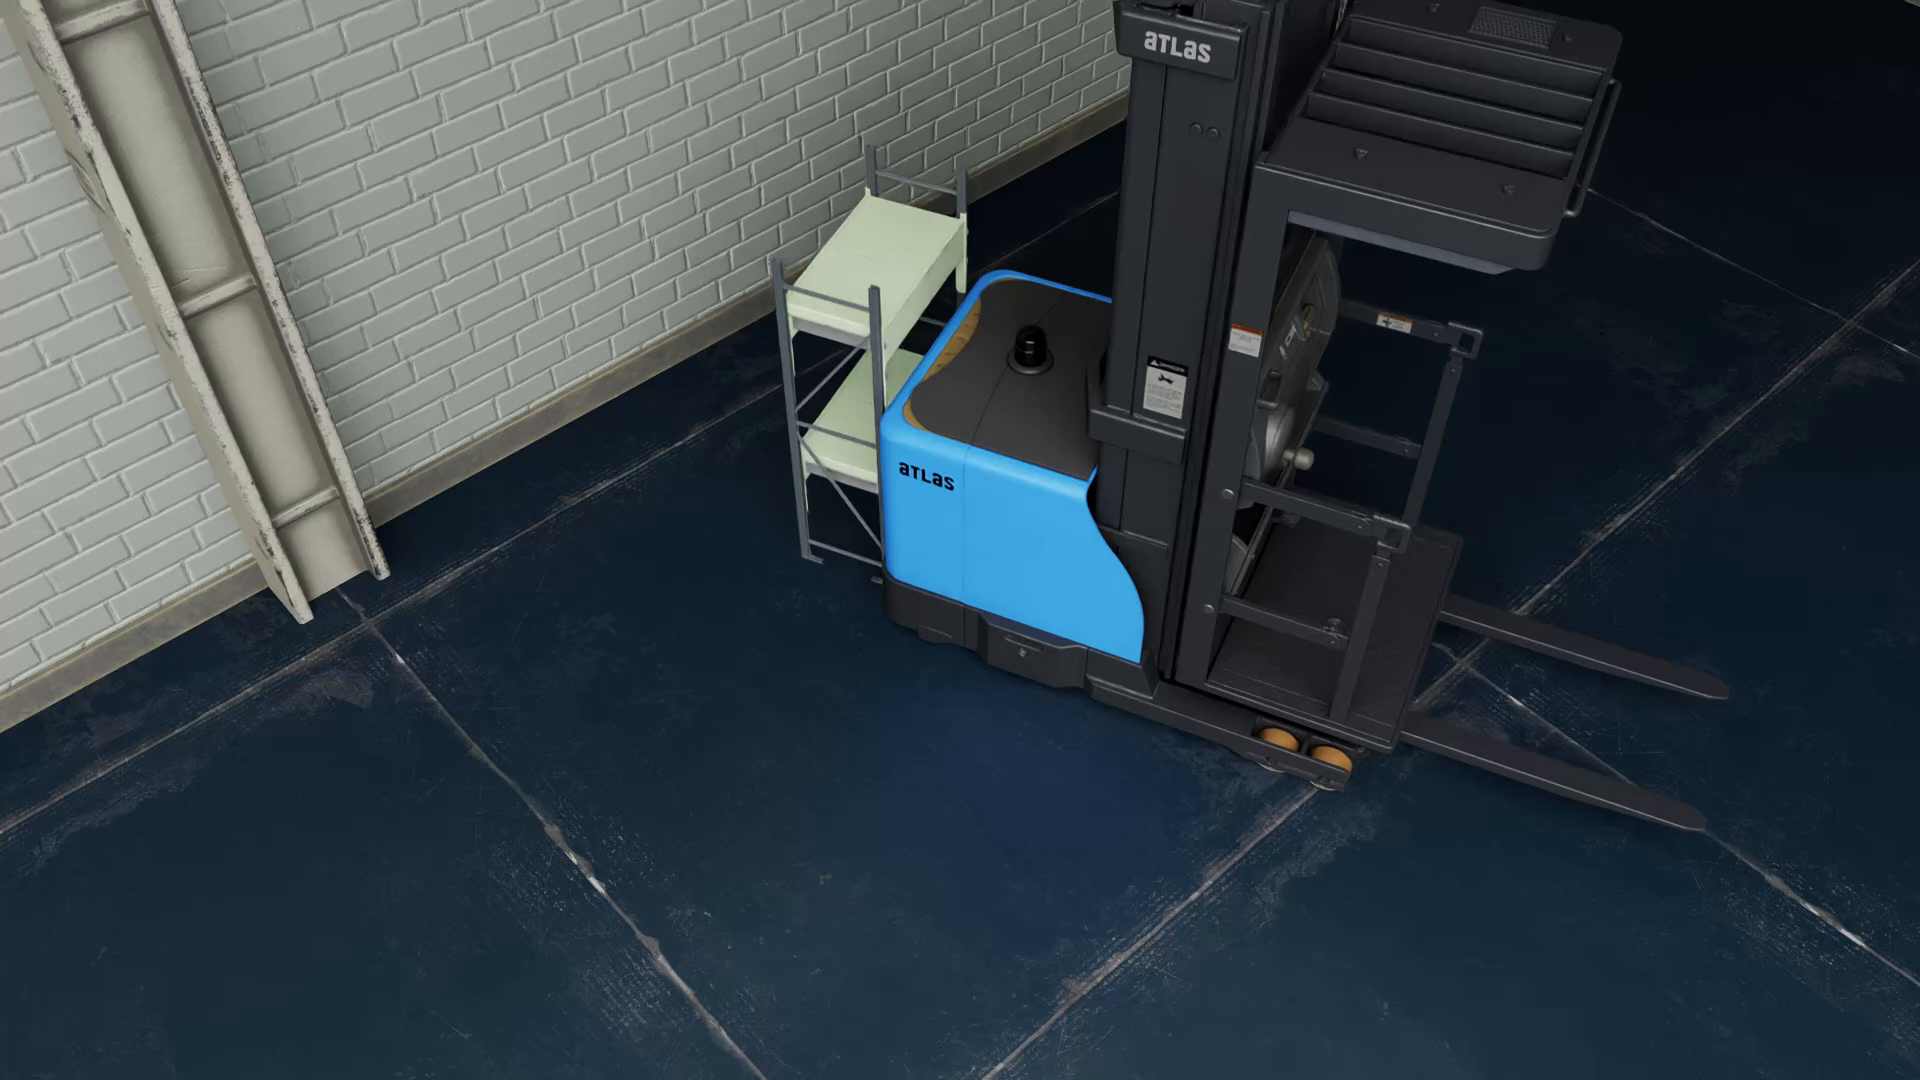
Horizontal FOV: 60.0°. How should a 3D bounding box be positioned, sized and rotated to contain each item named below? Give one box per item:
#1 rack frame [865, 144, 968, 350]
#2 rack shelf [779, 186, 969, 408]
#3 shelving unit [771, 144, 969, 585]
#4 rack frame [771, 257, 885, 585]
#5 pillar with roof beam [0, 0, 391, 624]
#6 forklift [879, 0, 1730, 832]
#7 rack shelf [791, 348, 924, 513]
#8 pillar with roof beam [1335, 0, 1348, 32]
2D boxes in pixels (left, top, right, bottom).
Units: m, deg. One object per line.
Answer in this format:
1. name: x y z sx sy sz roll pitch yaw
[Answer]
1. rack frame: -0.160 -0.879 6.594 0.400 1.500 0.023 18 50 16
2. rack shelf: -0.307 -0.897 6.080 0.431 0.370 0.720 18 50 16
3. shelving unit: -0.307 -0.632 6.366 0.431 1.500 0.755 18 50 16
4. rack frame: -0.454 -0.386 6.139 0.400 1.500 0.023 18 50 16
5. pillar with roof beam: 0.365 -0.561 1.197 0.400 9.000 9.100 -34 56 -27
6. forklift: 1.266 -0.545 5.311 3.031 2.935 1.130 18 50 16
7. rack shelf: -0.307 -0.411 6.606 0.431 0.370 0.720 18 50 16
8. pillar with roof beam: 4.805 -3.527 3.935 0.400 9.000 9.100 -34 56 -27
